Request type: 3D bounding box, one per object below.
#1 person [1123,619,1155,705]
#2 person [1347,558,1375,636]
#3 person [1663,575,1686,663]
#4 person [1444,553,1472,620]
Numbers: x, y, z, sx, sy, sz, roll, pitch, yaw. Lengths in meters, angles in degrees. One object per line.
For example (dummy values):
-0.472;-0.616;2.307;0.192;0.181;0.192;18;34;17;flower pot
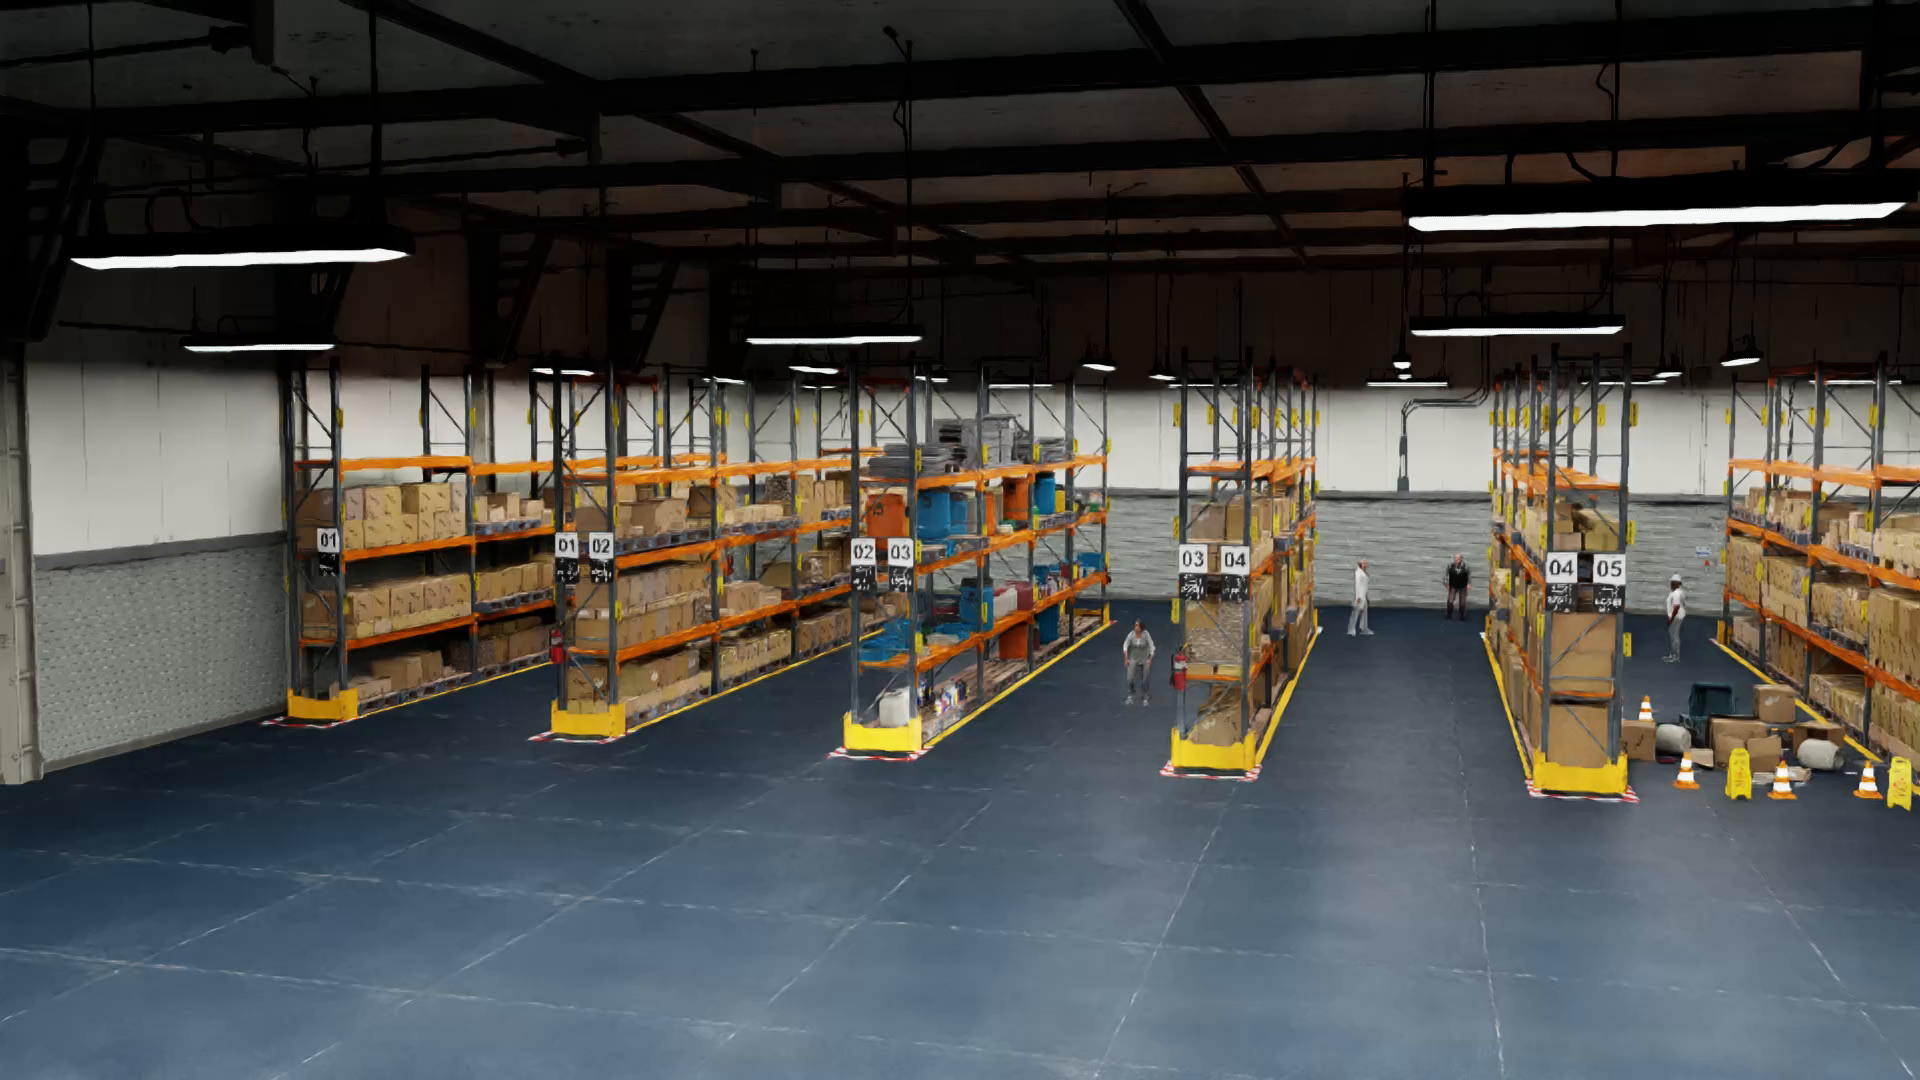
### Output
3.109;2.118;28.905;0.566;1.541;0.519;1;4;12;person
9.196;1.305;38.189;0.543;1.778;0.695;2;5;27;person
14.691;1.612;34.195;0.411;1.803;0.616;3;5;32;person
12.308;1.155;41.133;0.677;1.673;0.530;1;4;14;person
